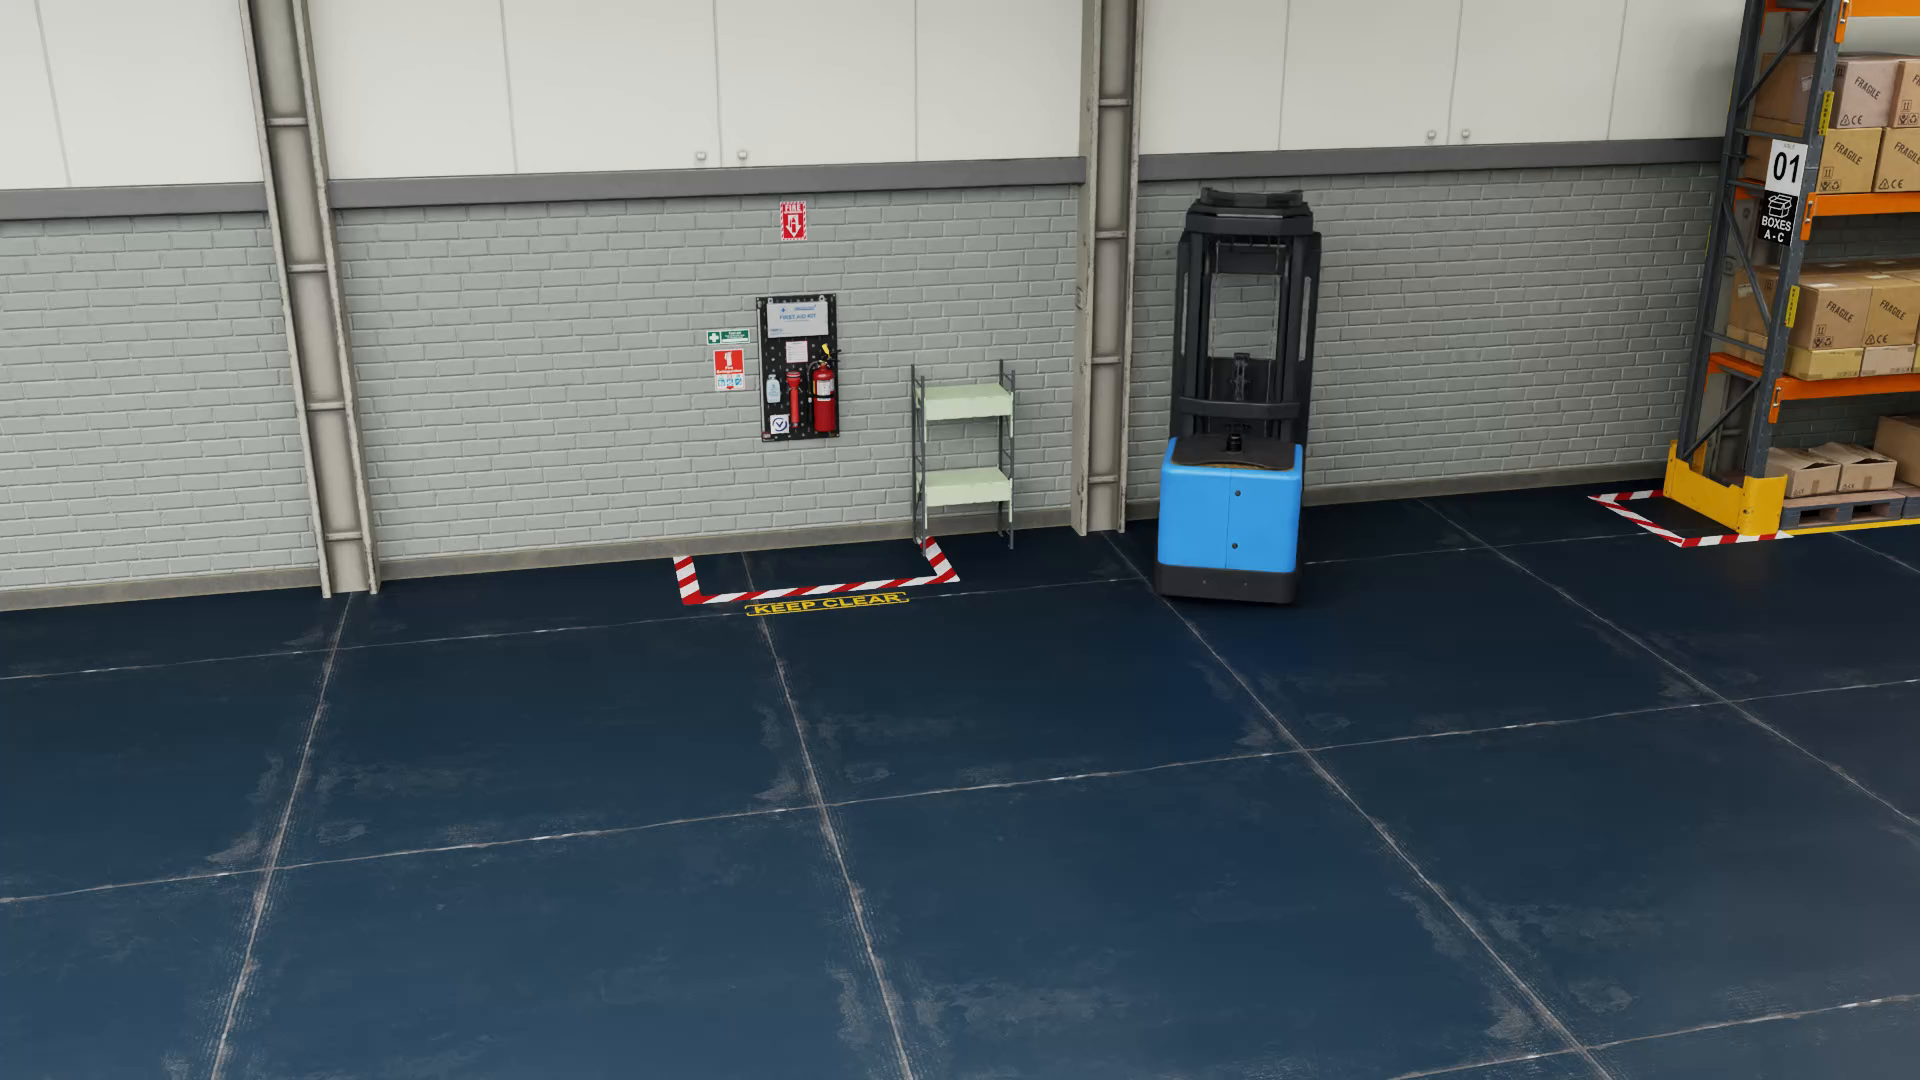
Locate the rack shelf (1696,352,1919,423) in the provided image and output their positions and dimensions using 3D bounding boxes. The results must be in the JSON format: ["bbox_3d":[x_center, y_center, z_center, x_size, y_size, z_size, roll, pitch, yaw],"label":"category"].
[{"bbox_3d":[8.468,-1.461,14.488,4.000,0.370,1.077,-5,21,-12],"label":"rack shelf"}]

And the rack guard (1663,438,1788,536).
[{"bbox_3d":[6.596,-0.473,14.379,0.348,0.500,1.175,-5,21,-12],"label":"rack guard"}]

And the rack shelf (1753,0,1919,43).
[{"bbox_3d":[8.468,-4.276,13.457,4.000,0.370,1.077,-5,21,-12],"label":"rack shelf"}]

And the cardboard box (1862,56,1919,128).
[{"bbox_3d":[7.452,-3.547,13.147,0.500,0.500,0.500,-5,21,-13],"label":"cardboard box"}]

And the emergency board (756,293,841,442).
[{"bbox_3d":[-1.249,-1.328,13.078,0.643,1.169,0.194,-5,21,-12],"label":"emergency board"}]

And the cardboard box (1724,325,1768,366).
[{"bbox_3d":[6.932,-1.681,14.233,0.500,0.250,0.500,-4,21,-12],"label":"cardboard box"}]

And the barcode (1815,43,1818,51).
[{"bbox_3d":[7.098,-4.071,13.734,0.075,0.075,0.001,-5,21,-12],"label":"barcode"}]

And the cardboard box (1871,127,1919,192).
[{"bbox_3d":[7.435,-3.079,13.323,0.500,0.500,0.500,-3,20,-9],"label":"cardboard box"}]

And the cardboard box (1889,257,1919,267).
[{"bbox_3d":[8.416,-2.159,14.446,0.500,0.500,0.500,-4,21,-12],"label":"cardboard box"}]

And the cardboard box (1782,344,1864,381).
[{"bbox_3d":[7.070,-1.512,13.770,0.500,0.250,0.500,-5,21,-14],"label":"cardboard box"}]

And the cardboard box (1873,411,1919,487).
[{"bbox_3d":[8.496,-0.785,14.590,0.500,0.500,0.700,-6,21,-16],"label":"cardboard box"}]

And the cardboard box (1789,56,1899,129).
[{"bbox_3d":[6.952,-3.524,13.085,0.500,0.500,0.500,-6,21,-16],"label":"cardboard box"}]

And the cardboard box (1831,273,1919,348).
[{"bbox_3d":[7.539,-1.905,13.752,0.500,0.500,0.500,-5,21,-12],"label":"cardboard box"}]

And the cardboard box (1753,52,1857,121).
[{"bbox_3d":[6.881,-3.697,13.556,0.500,0.500,0.500,-4,20,-10],"label":"cardboard box"}]

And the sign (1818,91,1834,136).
[{"bbox_3d":[6.647,-3.278,12.770,0.005,0.325,0.100,-5,21,-12],"label":"sign"}]

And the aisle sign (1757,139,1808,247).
[{"bbox_3d":[6.521,-2.755,13.195,0.004,0.787,0.394,-5,21,-12],"label":"aisle sign"}]

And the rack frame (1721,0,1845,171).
[{"bbox_3d":[6.522,-4.458,12.900,0.127,3.000,1.000,-5,21,-12],"label":"rack frame"}]

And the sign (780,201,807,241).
[{"bbox_3d":[-1.280,-2.449,12.769,0.199,0.298,0.001,-5,21,-12],"label":"sign"}]

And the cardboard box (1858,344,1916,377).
[{"bbox_3d":[7.572,-1.558,13.895,0.500,0.250,0.500,-5,21,-14],"label":"cardboard box"}]

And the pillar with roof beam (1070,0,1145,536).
[{"bbox_3d":[2.155,-2.887,8.612,0.400,9.000,9.100,-5,21,-12],"label":"pillar with roof beam"}]

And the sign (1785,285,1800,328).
[{"bbox_3d":[6.647,-1.865,13.288,0.005,0.325,0.100,-5,21,-12],"label":"sign"}]

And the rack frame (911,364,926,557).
[{"bbox_3d":[-0.333,-0.637,13.372,0.023,1.500,0.400,-5,21,-13],"label":"rack frame"}]

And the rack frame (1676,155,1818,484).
[{"bbox_3d":[6.522,-1.641,13.932,0.127,3.000,1.000,-5,21,-12],"label":"rack frame"}]

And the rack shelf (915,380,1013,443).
[{"bbox_3d":[0.022,-1.033,13.320,0.720,0.370,0.431,-5,21,-13],"label":"rack shelf"}]

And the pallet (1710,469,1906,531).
[{"bbox_3d":[7.394,-0.390,14.572,1.213,0.211,1.003,-5,21,-12],"label":"pallet"}]

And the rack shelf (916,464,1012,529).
[{"bbox_3d":[0.022,-0.361,13.566,0.720,0.370,0.431,-5,21,-13],"label":"rack shelf"}]

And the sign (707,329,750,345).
[{"bbox_3d":[-1.804,-1.582,12.949,0.331,0.109,0.001,-5,21,-12],"label":"sign"}]

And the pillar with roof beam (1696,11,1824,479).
[{"bbox_3d":[7.994,-3.361,9.908,0.400,9.000,9.100,-5,21,-12],"label":"pillar with roof beam"}]

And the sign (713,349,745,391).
[{"bbox_3d":[-1.811,-1.335,13.047,0.234,0.329,0.001,-5,21,-12],"label":"sign"}]

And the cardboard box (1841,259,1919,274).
[{"bbox_3d":[7.926,-2.119,14.337,0.500,0.500,0.500,-5,21,-14],"label":"cardboard box"}]

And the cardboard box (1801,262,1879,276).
[{"bbox_3d":[7.424,-2.077,14.222,0.500,0.500,0.500,-4,21,-12],"label":"cardboard box"}]

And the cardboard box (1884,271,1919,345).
[{"bbox_3d":[8.043,-1.943,13.858,0.500,0.500,0.500,-5,21,-14],"label":"cardboard box"}]

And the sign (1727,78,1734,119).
[{"bbox_3d":[6.413,-3.652,13.776,0.005,0.325,0.100,-5,21,-12],"label":"sign"}]

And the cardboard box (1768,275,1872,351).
[{"bbox_3d":[7.055,-1.869,13.654,0.500,0.500,0.500,-5,21,-12],"label":"cardboard box"}]

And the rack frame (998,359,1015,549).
[{"bbox_3d":[0.378,-0.697,13.536,0.023,1.500,0.400,-5,21,-13],"label":"rack frame"}]

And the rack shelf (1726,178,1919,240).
[{"bbox_3d":[8.468,-2.870,13.972,4.000,0.370,1.077,-5,21,-12],"label":"rack shelf"}]

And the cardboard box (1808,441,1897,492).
[{"bbox_3d":[7.770,-0.654,14.510,0.500,0.311,0.500,-3,20,-8],"label":"cardboard box"}]

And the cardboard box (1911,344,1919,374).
[{"bbox_3d":[8.069,-1.596,14.000,0.500,0.250,0.500,-5,21,-13],"label":"cardboard box"}]

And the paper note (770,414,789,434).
[{"bbox_3d":[-1.437,-0.923,13.255,0.142,0.148,0.016,-5,21,-12],"label":"paper note"}]

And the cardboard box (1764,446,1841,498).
[{"bbox_3d":[7.216,-0.609,14.386,0.500,0.311,0.500,-7,21,-19],"label":"cardboard box"}]

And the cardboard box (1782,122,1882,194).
[{"bbox_3d":[6.905,-3.048,13.239,0.500,0.500,0.500,-4,21,-11],"label":"cardboard box"}]

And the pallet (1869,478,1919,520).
[{"bbox_3d":[8.579,-0.485,14.832,1.213,0.211,1.003,-5,21,-12],"label":"pallet"}]

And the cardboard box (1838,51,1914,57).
[{"bbox_3d":[7.409,-3.743,13.684,0.500,0.500,0.500,-3,20,-9],"label":"cardboard box"}]

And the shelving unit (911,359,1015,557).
[{"bbox_3d":[0.022,-0.667,13.454,0.755,1.500,0.431,-5,21,-13],"label":"shelving unit"}]

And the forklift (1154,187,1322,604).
[{"bbox_3d":[2.265,-1.377,13.313,1.130,2.935,3.031,4,20,11],"label":"forklift"}]

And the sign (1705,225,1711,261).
[{"bbox_3d":[6.413,-2.520,14.190,0.005,0.325,0.100,-5,21,-12],"label":"sign"}]

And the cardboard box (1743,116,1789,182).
[{"bbox_3d":[6.869,-3.223,13.717,0.500,0.500,0.500,-3,20,-9],"label":"cardboard box"}]

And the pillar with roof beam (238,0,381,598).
[{"bbox_3d":[-3.684,-2.412,7.315,0.400,9.000,9.100,-5,21,-12],"label":"pillar with roof beam"}]

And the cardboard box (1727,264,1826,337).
[{"bbox_3d":[6.931,-2.040,14.122,0.500,0.500,0.500,-5,21,-13],"label":"cardboard box"}]
